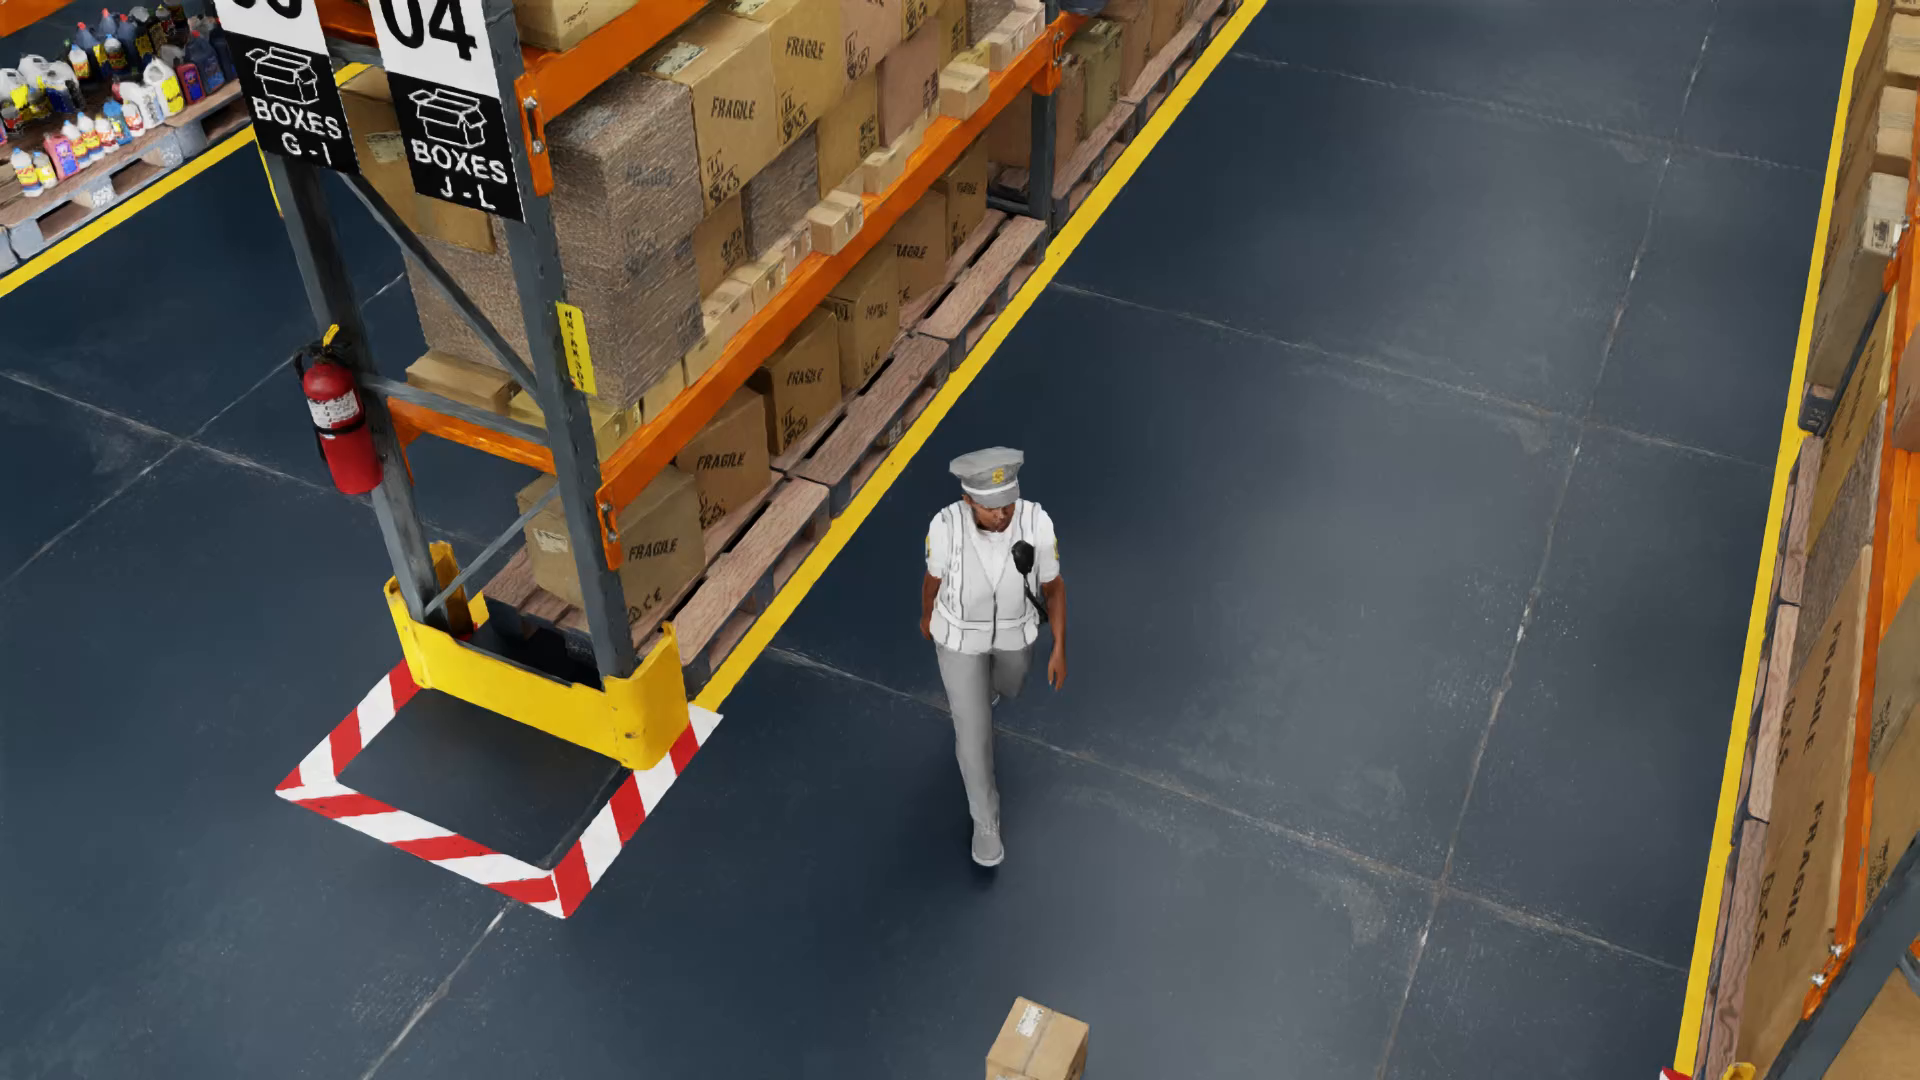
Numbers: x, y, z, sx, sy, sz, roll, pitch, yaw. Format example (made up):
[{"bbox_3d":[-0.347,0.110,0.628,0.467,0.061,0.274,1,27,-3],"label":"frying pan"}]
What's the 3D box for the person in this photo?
[{"bbox_3d":[0.110,0.277,5.838,0.470,1.648,0.975,-8,43,-8],"label":"person"}]
